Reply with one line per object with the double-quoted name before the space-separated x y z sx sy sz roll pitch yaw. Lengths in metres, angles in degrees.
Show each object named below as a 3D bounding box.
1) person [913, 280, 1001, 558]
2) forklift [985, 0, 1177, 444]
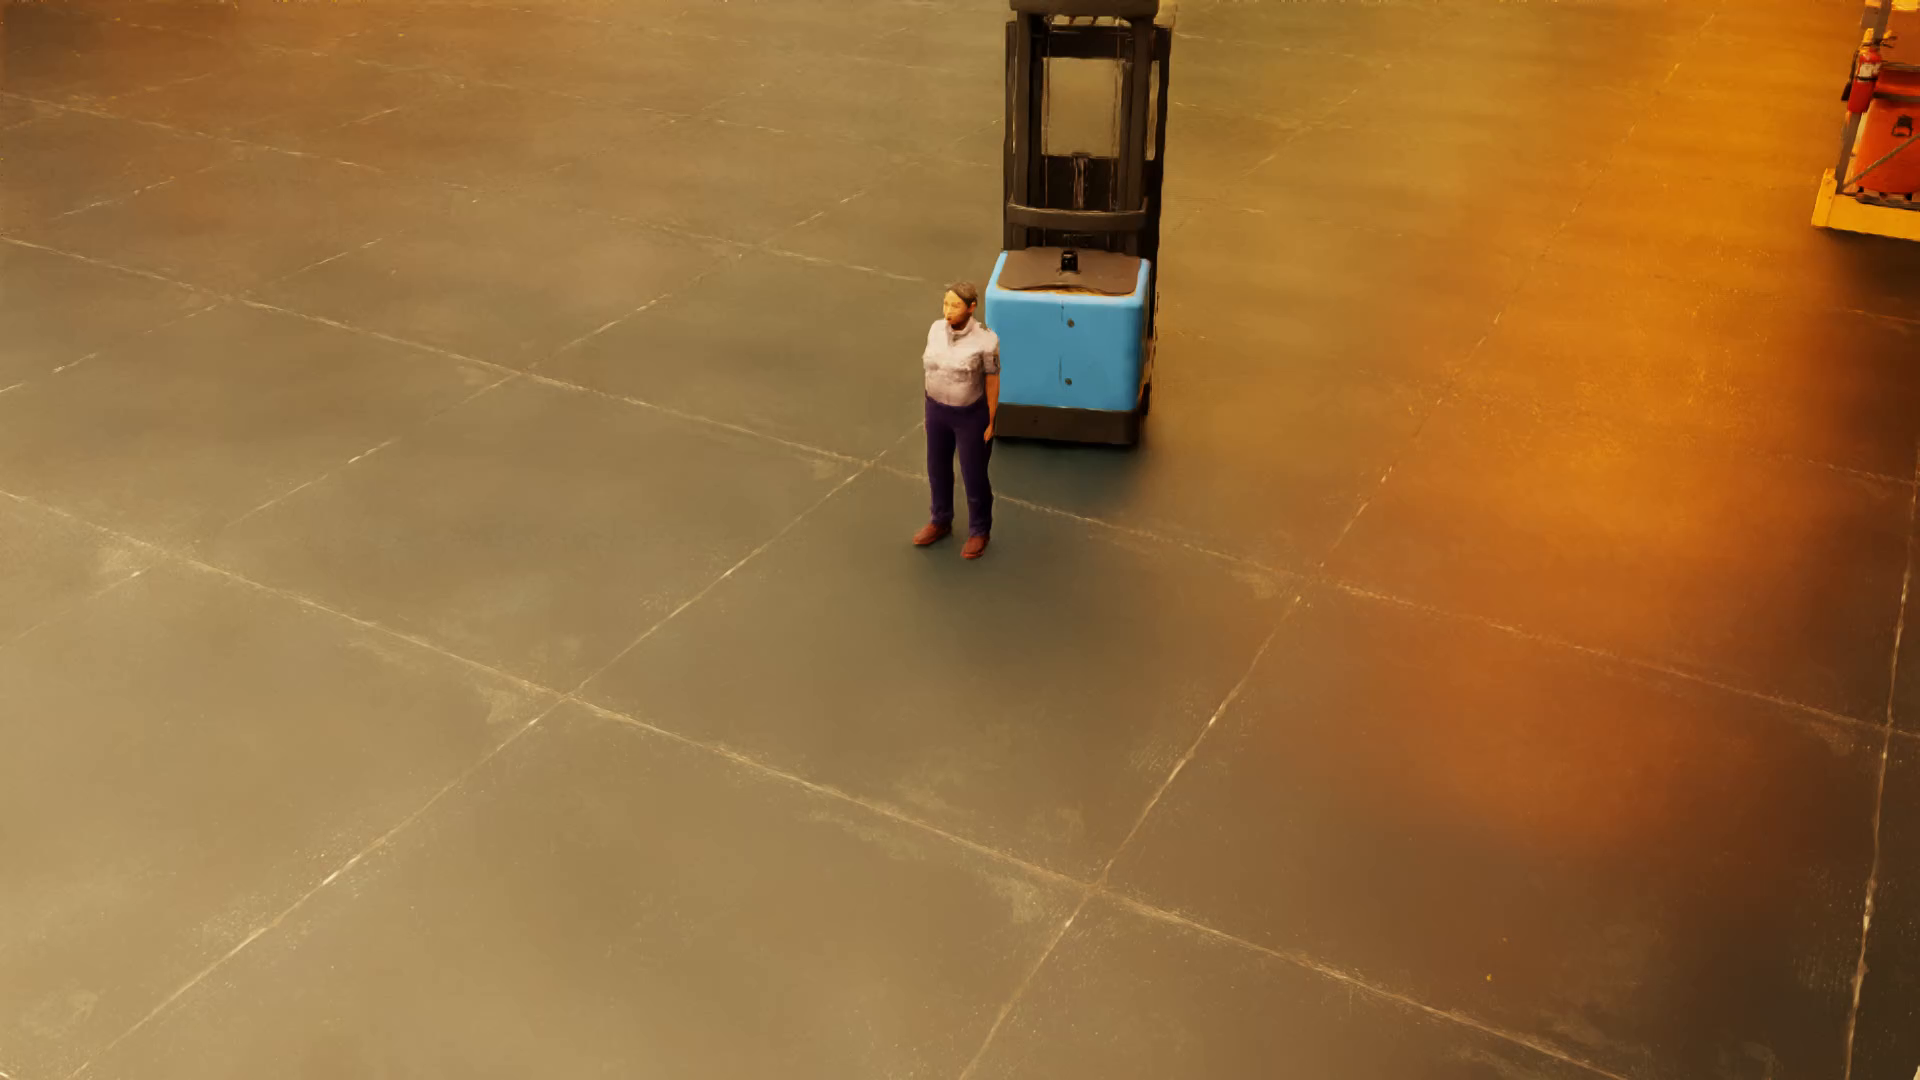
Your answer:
"person" -0.014 -0.701 9.587 0.480 1.639 0.349 15 33 25
"forklift" 0.883 -2.618 11.607 1.130 2.935 3.031 4 30 8
